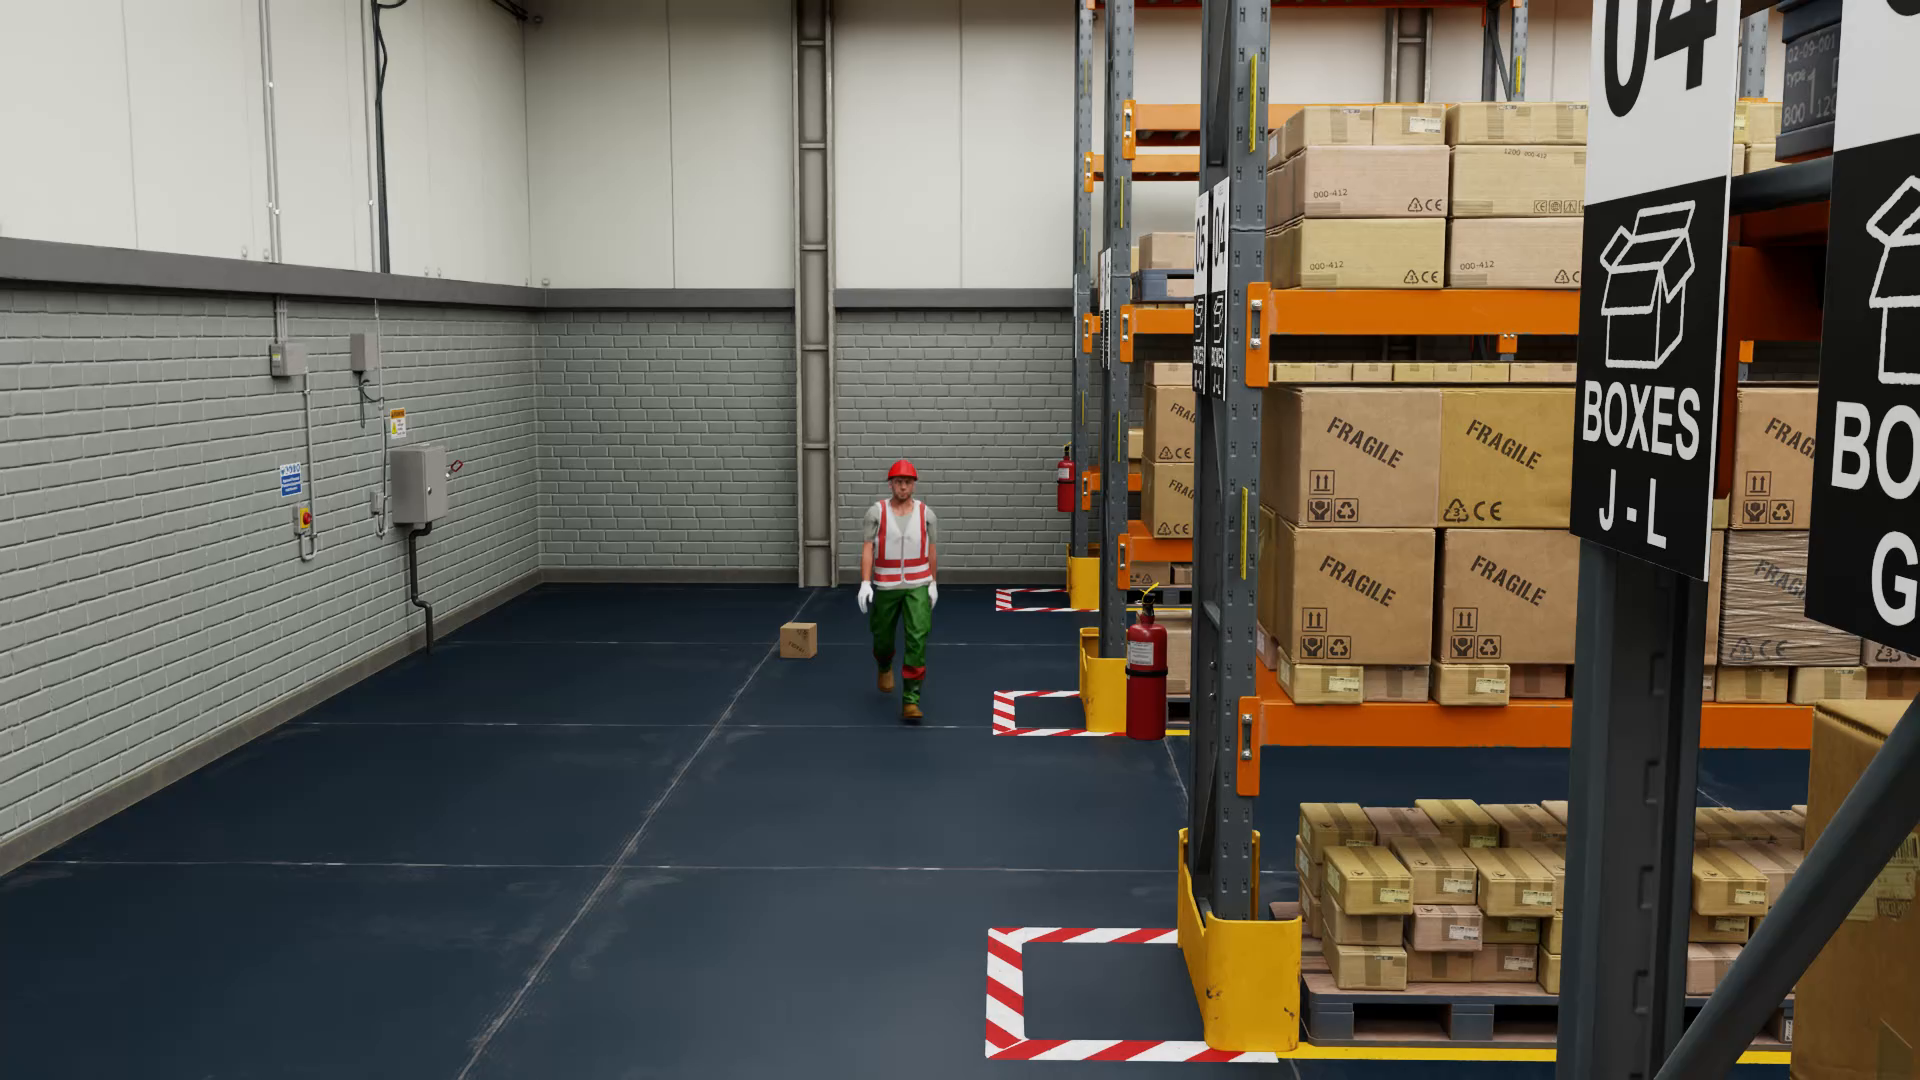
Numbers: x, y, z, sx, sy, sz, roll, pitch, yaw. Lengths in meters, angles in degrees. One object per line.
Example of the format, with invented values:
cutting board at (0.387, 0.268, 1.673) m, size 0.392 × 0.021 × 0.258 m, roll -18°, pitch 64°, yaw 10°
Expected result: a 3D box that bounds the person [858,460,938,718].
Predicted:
person at (-0.430, 0.318, 11.581) m, size 0.568 × 1.757 × 0.940 m, roll -1°, pitch 7°, yaw -4°
